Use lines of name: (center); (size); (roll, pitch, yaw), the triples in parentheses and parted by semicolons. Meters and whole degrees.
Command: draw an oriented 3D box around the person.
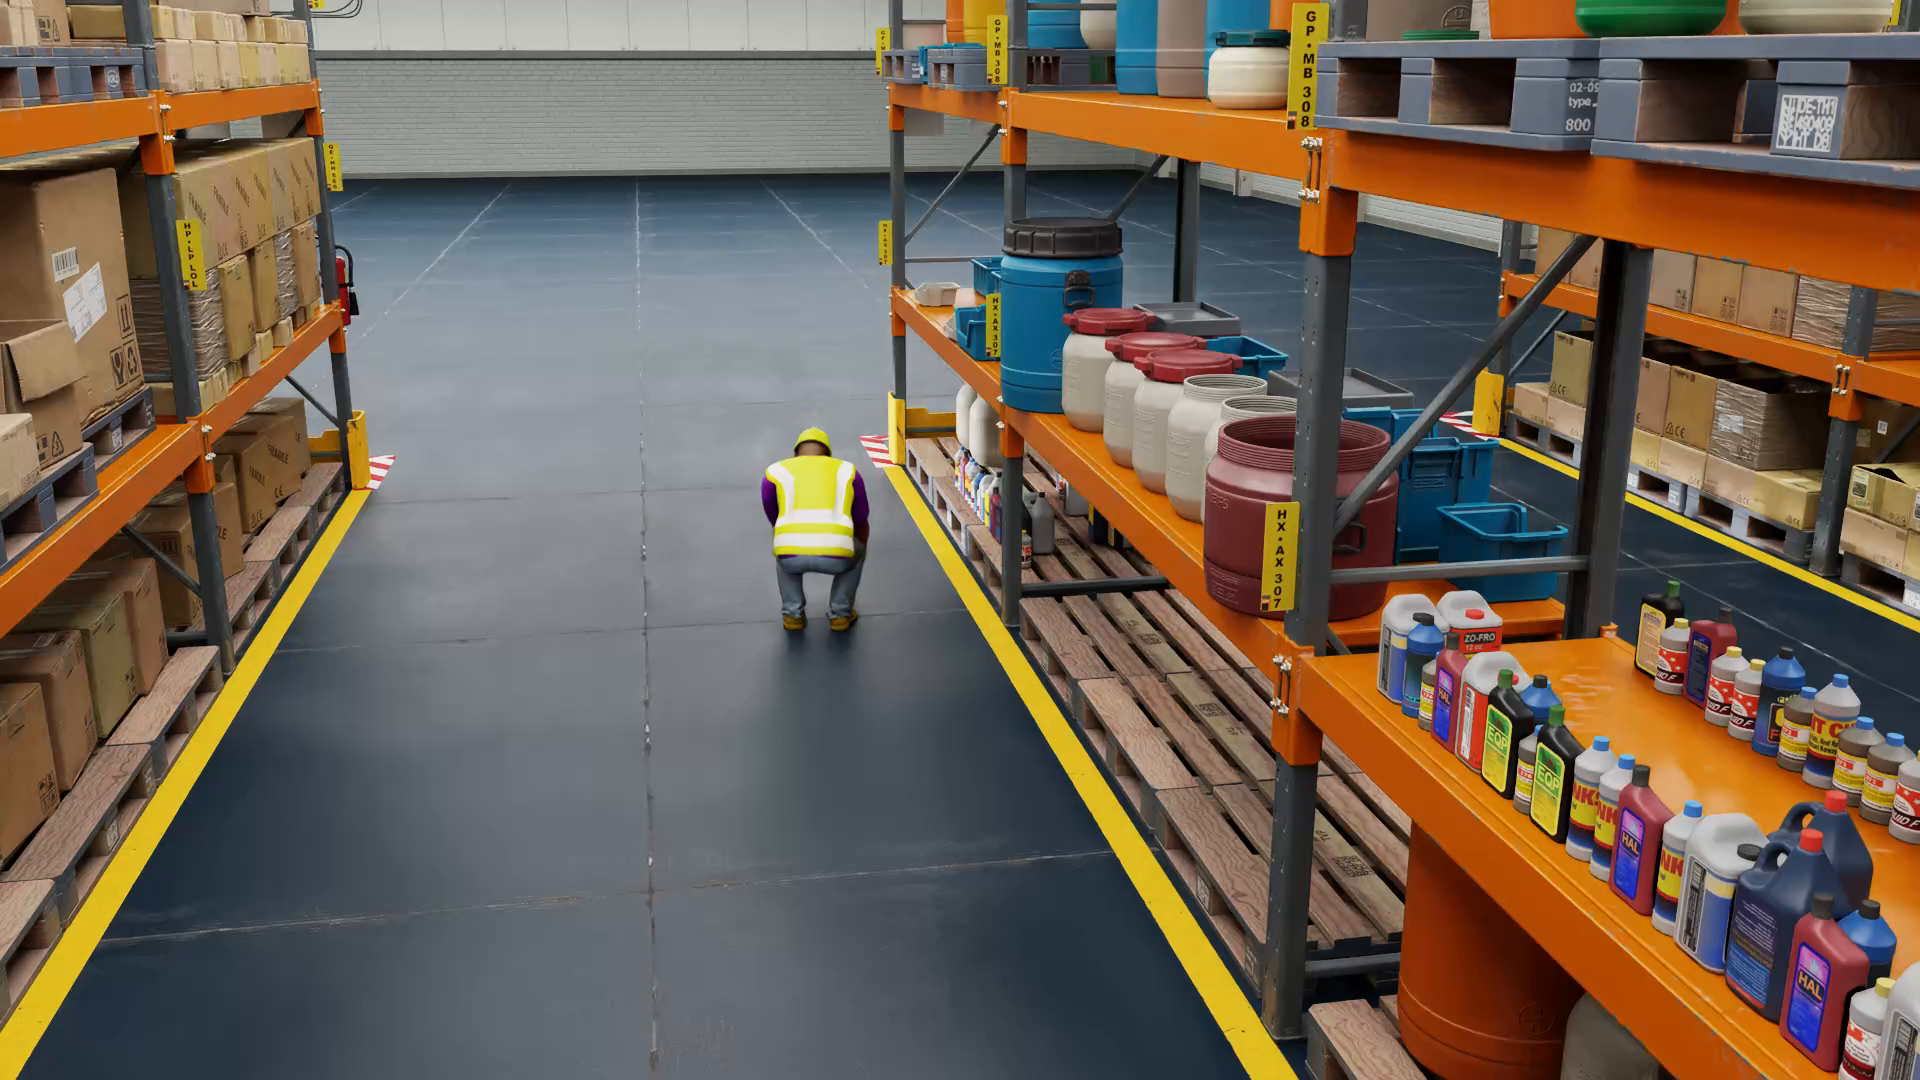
person: (-0.802, -0.064, 9.091); (0.578, 1.001, 0.919); (1, 16, 3)
